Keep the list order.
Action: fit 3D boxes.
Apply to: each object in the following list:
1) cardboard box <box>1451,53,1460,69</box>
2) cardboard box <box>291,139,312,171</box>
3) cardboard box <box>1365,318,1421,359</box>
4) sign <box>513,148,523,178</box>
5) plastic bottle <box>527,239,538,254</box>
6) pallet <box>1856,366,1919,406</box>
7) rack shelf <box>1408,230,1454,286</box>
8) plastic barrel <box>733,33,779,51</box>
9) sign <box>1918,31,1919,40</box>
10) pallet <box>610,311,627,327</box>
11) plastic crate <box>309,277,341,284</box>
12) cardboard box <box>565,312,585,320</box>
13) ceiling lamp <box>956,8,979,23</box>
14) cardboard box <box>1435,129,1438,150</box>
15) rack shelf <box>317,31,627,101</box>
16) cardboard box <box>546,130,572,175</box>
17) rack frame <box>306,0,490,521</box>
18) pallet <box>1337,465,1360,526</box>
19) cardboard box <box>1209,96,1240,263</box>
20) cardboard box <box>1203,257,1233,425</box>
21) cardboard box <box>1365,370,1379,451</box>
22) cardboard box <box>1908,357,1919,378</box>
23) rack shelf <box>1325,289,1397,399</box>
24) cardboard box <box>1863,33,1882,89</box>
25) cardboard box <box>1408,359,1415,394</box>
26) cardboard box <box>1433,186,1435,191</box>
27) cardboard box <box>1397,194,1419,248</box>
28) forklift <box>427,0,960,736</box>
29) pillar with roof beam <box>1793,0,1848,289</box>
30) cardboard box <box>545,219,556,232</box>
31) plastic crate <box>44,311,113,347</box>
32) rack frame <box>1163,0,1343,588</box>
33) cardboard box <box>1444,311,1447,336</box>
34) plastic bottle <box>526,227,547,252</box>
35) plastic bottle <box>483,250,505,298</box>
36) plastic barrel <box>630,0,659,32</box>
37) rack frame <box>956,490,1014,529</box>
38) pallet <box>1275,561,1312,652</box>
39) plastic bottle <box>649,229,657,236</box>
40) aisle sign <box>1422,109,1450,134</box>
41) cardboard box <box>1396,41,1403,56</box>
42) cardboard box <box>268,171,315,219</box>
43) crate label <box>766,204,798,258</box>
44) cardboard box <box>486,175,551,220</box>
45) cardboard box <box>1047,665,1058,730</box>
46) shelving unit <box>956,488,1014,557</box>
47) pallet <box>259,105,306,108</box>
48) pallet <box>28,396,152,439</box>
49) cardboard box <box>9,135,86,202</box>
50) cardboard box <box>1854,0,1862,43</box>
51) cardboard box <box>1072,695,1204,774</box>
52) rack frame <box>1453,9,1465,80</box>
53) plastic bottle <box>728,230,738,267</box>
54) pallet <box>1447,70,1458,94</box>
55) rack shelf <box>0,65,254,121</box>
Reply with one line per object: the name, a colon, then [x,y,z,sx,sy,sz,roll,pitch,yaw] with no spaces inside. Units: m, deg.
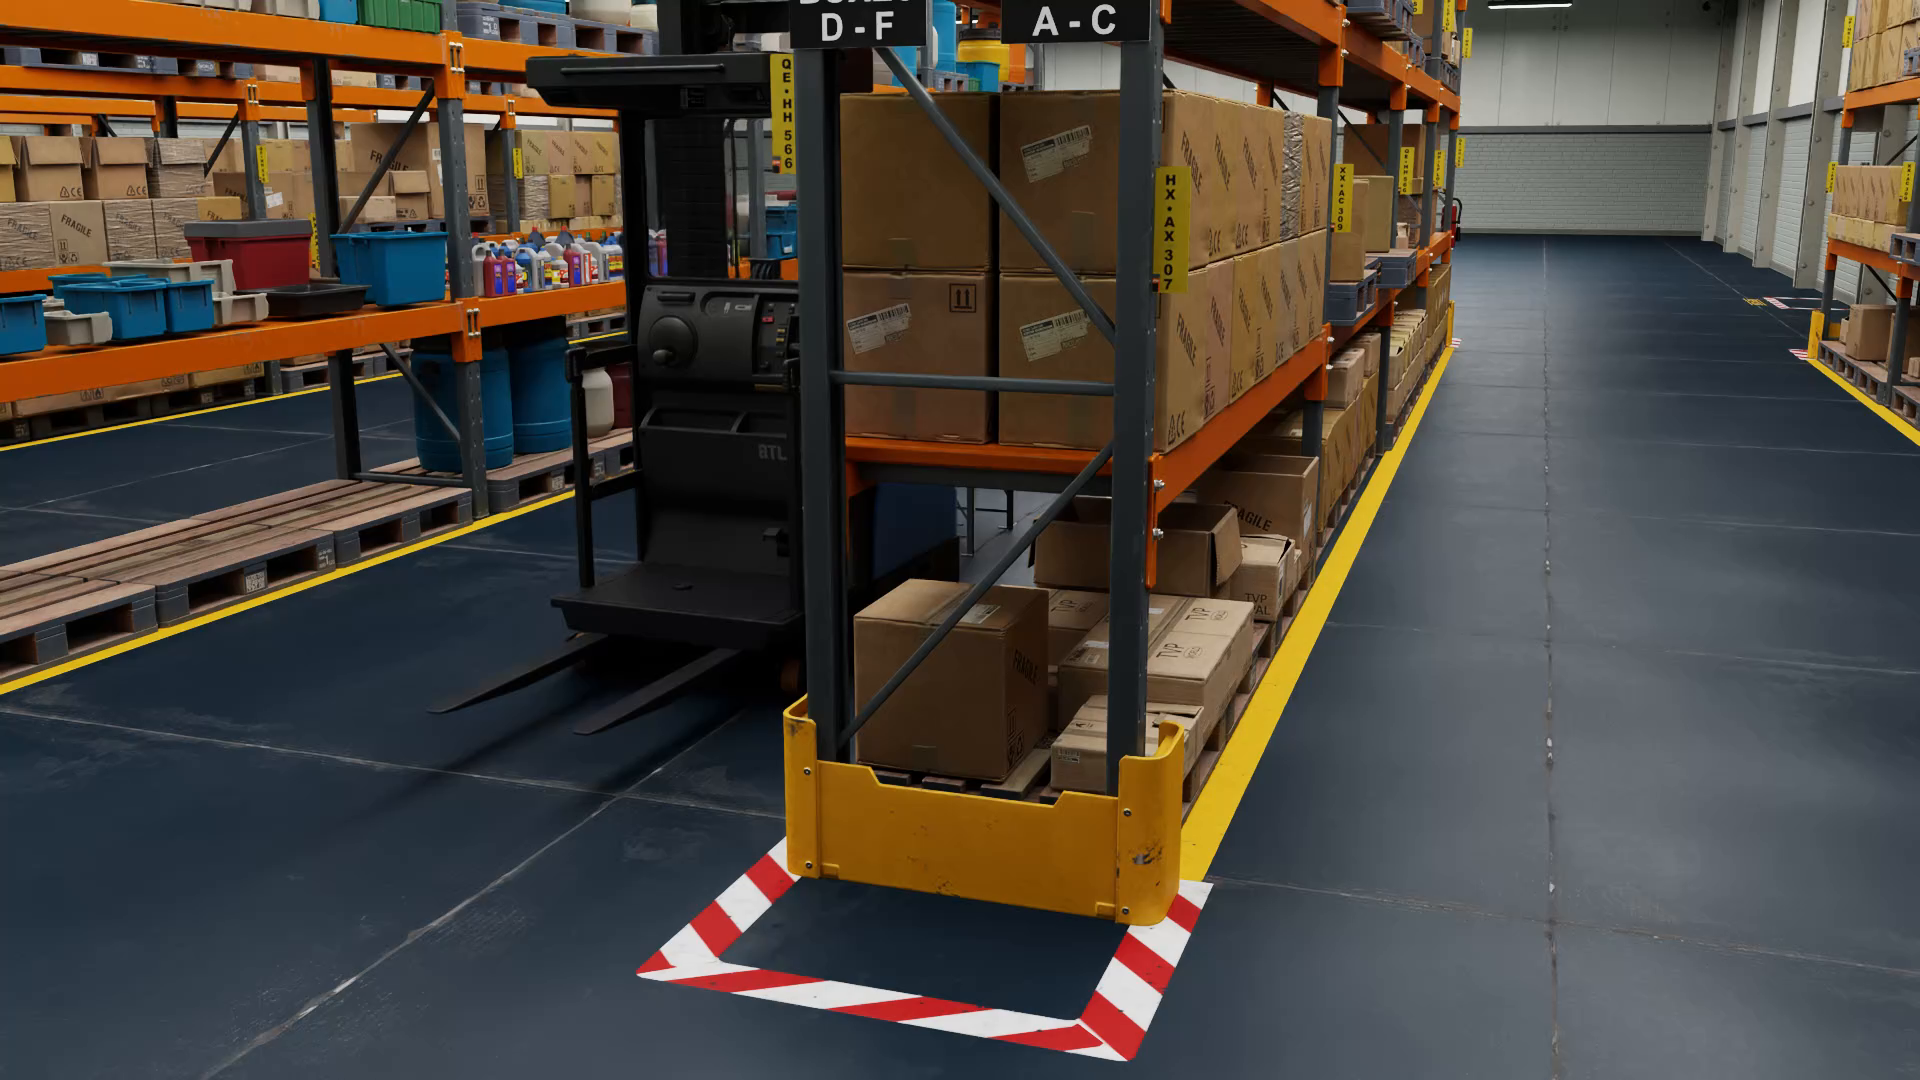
cardboard box: [5.091,-5.198,17.858,0.500,0.250,0.500,4,14,18]
cardboard box: [-9.375,-5.183,22.692,0.875,0.550,0.550,4,14,18]
cardboard box: [3.734,-1.772,14.484,0.500,0.311,0.500,4,14,18]
sign: [-4.926,-4.194,18.521,0.100,0.325,0.005,4,14,18]
plastic bottle: [-3.020,-1.982,11.719,0.097,0.271,0.097,0,13,0]
pallet: [8.793,-1.383,15.075,1.003,0.211,1.213,4,14,18]
rack shelf: [4.567,-3.025,17.618,1.077,0.370,4.000,4,14,18]
plastic barrel: [-1.669,-4.030,13.413,0.421,0.512,0.421,0,13,0]
sign: [8.093,-4.351,13.907,0.100,0.325,0.005,4,14,18]
pallet: [-4.479,-2.967,22.013,1.003,0.211,1.213,4,14,18]
plastic crate: [-3.640,-1.441,9.518,0.396,0.136,0.243,4,14,18]
cardboard box: [-4.980,-2.994,20.537,0.500,0.500,0.500,3,13,13]
ceiling lamp: [0.632,-15.899,45.805,2.000,3.185,0.800,4,14,18]
cardboard box: [4.869,-4.259,18.265,0.700,0.500,0.500,4,13,17]
rack shelf: [-2.707,-3.161,11.470,1.077,0.370,4.000,4,14,18]
cardboard box: [-4.906,-4.532,19.463,0.500,0.500,0.500,4,14,18]
rack frame: [-3.354,-1.628,9.879,1.000,3.000,0.127,4,14,18]
pallet: [1.952,-0.343,10.515,1.003,0.211,1.213,4,14,18]
cardboard box: [0.593,-1.150,5.312,0.500,0.500,0.500,5,14,19]
cardboard box: [0.593,-0.660,5.416,0.500,0.500,0.500,4,14,18]
cardboard box: [2.546,-0.895,11.296,0.500,0.500,0.500,5,14,21]
cardboard box: [8.753,-1.547,14.903,0.380,0.166,0.250,3,13,11]
rack shelf: [1.979,-1.341,10.238,1.077,0.370,4.000,4,14,18]
cardboard box: [9.186,-4.690,16.283,0.500,0.500,0.500,5,14,21]
cardboard box: [3.564,-1.390,14.071,0.500,0.250,0.500,5,14,20]
cardboard box: [4.854,-3.795,17.692,0.380,0.149,0.250,5,14,20]
cardboard box: [4.058,-3.097,16.093,0.700,0.500,0.500,4,13,17]
forklift: [-1.014,-0.896,6.827,1.130,2.935,3.031,5,14,21]
pillar with roof beam: [10.304,-8.993,28.666,9.100,9.000,0.400,4,14,18]
cardboard box: [-4.950,-3.676,19.419,0.380,0.149,0.250,4,14,18]
plastic crate: [-3.855,-0.919,7.231,0.250,0.136,0.298,4,14,18]
rack frame: [1.332,-1.270,8.313,1.000,3.000,0.127,4,14,18]
cardboard box: [5.170,-2.421,18.589,0.500,0.250,0.500,4,14,18]
plastic bottle: [-3.010,-2.053,11.852,0.144,0.351,0.185,4,14,18]
plastic bottle: [-2.832,-1.617,10.096,0.061,0.283,0.133,4,14,18]
plastic barrel: [-2.268,-3.833,12.169,0.301,0.262,0.301,0,13,0]
rack frame: [0.121,-0.810,9.665,0.400,1.500,0.023,4,14,18]
pallet: [1.109,0.234,7.990,1.003,0.211,1.213,4,14,18]
plastic bottle: [-2.506,-2.342,13.286,0.152,0.276,0.135,4,14,18]
aisle sign: [5.514,-5.057,19.062,0.394,0.787,0.004,4,14,18]
cardboard box: [2.517,-3.530,11.245,0.910,0.500,0.500,4,14,18]
cardboard box: [-6.523,-3.321,16.131,0.700,0.500,0.500,7,14,27]
crate label: [-1.482,-2.677,14.396,0.502,0.435,0.616,4,14,18]
cardboard box: [-5.248,-3.953,19.173,0.875,0.500,0.500,4,14,18]
cardboard box: [0.197,0.528,5.814,0.380,0.166,0.250,4,14,18]
shelving unit: [0.002,-0.733,9.327,0.431,1.500,0.755,4,14,18]
pallet: [-9.048,-6.152,23.158,1.003,0.211,1.213,4,14,18]
pallet: [-7.469,-1.051,13.617,1.003,0.211,1.213,4,14,18]
cardboard box: [-7.422,-2.933,13.118,0.797,0.503,0.637,5,14,20]
cardboard box: [9.549,-5.386,17.087,0.500,0.500,0.500,3,13,14]
cardboard box: [0.579,0.623,5.398,0.380,0.166,0.250,4,14,18]
rack frame: [5.214,-6.722,18.715,1.000,3.000,0.127,4,14,18]
plastic bottle: [-1.787,-2.297,13.074,0.061,0.283,0.133,4,14,18]
pallet: [4.961,-5.069,18.415,1.003,0.211,1.213,4,14,18]
rack shelf: [-7.393,-3.517,13.033,1.077,0.370,4.000,4,14,18]
